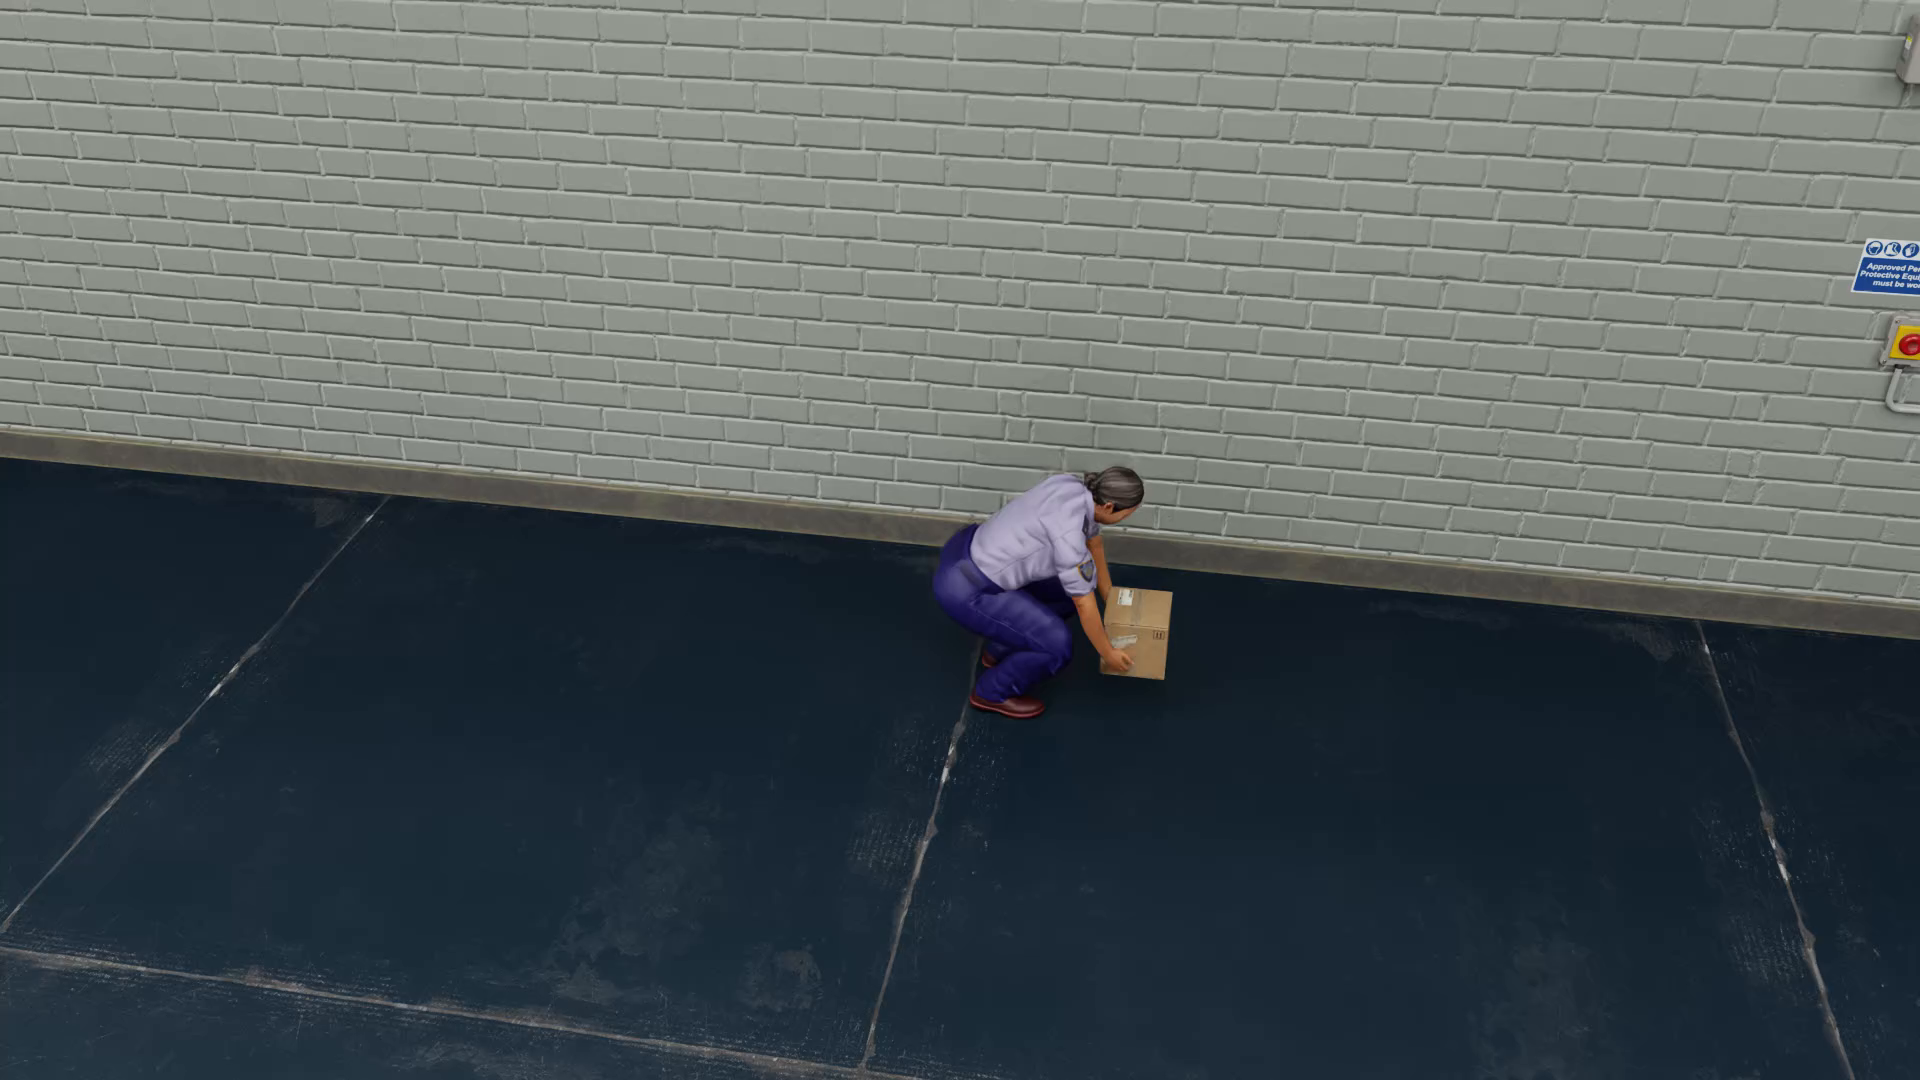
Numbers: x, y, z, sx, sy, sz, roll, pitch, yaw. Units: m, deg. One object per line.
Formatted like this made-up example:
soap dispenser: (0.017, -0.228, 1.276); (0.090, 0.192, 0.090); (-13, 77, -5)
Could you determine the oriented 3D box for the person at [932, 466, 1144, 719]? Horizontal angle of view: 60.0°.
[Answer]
person: (0.305, 0.161, 6.477); (0.795, 1.033, 0.531); (5, 33, 8)
